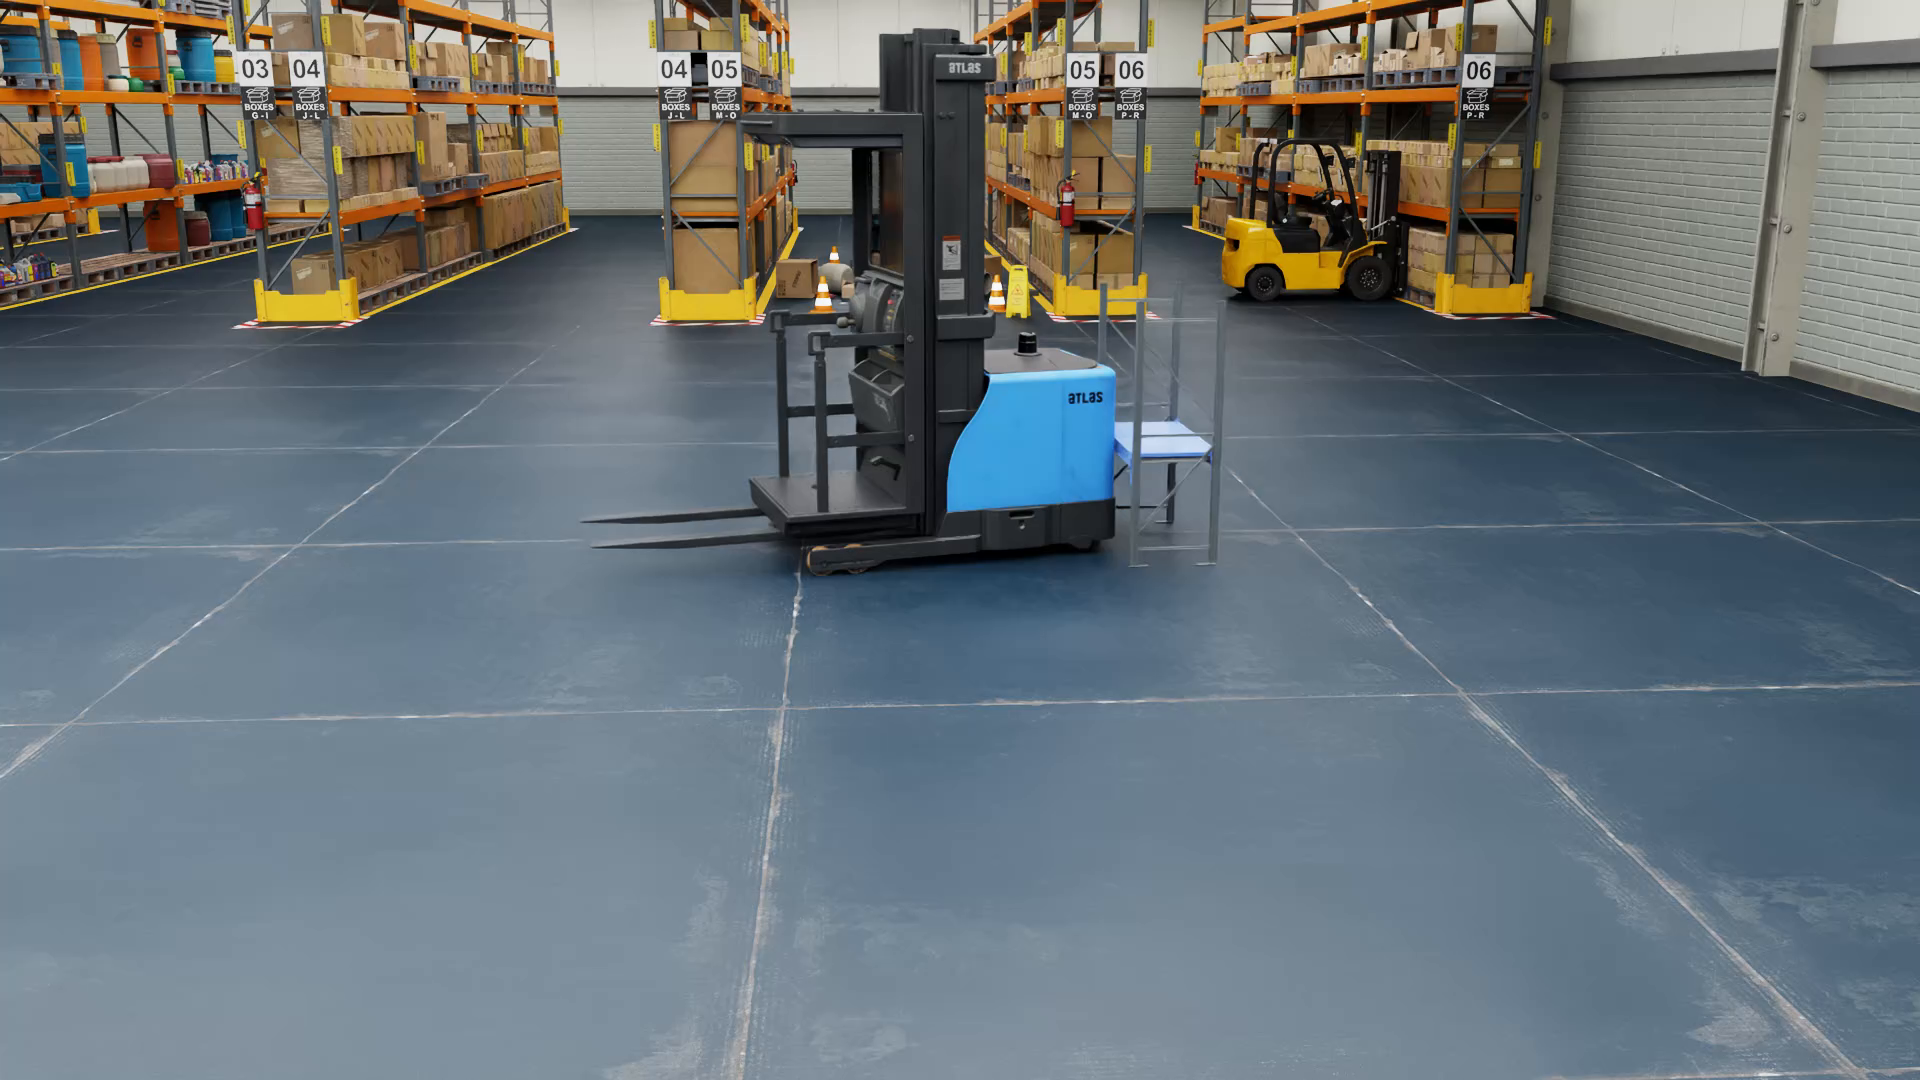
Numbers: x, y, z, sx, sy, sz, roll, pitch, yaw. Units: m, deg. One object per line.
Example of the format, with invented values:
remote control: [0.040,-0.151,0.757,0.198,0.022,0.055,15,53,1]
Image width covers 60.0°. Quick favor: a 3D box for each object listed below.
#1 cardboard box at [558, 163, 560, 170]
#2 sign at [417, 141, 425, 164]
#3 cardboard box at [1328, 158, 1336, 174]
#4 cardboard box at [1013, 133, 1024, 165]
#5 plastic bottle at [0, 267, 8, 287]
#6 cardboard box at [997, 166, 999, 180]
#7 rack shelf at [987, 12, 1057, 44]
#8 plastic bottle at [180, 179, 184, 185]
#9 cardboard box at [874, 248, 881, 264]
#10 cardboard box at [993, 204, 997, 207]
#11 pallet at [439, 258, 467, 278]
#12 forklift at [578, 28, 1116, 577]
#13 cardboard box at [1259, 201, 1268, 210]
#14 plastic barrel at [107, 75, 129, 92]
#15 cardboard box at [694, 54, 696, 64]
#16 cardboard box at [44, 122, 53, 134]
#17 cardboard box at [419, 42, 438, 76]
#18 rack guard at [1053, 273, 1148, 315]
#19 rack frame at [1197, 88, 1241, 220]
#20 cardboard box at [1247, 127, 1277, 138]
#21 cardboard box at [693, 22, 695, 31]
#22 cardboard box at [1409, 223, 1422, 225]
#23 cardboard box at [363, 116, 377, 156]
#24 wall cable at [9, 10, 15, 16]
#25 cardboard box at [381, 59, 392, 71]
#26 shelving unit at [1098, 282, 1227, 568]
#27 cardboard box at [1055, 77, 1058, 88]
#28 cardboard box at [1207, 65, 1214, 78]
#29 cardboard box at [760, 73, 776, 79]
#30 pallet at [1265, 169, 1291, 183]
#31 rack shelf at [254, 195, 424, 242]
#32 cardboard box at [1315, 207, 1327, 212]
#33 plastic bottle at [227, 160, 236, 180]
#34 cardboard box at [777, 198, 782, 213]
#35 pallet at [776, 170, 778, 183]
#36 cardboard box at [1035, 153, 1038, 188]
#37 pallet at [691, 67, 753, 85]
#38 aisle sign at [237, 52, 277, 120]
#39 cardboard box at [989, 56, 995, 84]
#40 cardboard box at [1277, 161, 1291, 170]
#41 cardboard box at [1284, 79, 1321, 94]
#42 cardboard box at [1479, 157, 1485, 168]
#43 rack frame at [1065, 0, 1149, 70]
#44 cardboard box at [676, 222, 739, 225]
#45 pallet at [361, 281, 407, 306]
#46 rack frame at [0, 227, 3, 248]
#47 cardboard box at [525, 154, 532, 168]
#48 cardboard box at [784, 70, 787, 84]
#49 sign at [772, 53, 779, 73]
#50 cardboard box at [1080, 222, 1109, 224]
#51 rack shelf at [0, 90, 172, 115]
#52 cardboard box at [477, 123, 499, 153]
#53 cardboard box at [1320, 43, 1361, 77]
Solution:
cardboard box: [-8.738,-7.954,35.426,0.380,0.149,0.250,-1,14,-2]
sign: [-7.804,-5.605,24.052,0.100,0.325,0.005,-1,14,-3]
cardboard box: [6.149,-5.948,26.423,0.500,0.250,0.500,-1,14,-2]
cardboard box: [1.134,-6.474,27.527,0.500,0.500,0.500,0,14,-1]
plastic bottle: [-12.863,-3.537,22.344,0.097,0.271,0.097,0,14,0]
cardboard box: [0.945,-6.624,30.054,0.500,0.250,0.500,-1,14,-4]
rack shelf: [1.174,-9.184,29.906,1.077,0.370,4.000,-1,14,-3]
plastic bottle: [-13.241,-6.146,28.143,0.152,0.276,0.135,-1,14,-3]
cardboard box: [-0.908,-3.820,23.592,0.797,0.637,0.503,-1,14,-3]
cardboard box: [1.062,-6.661,34.193,0.875,0.438,0.875,-1,14,-5]
pallet: [-8.474,-4.322,26.402,1.003,0.211,1.213,-1,14,-3]
forklift: [-0.661,-1.363,9.443,3.031,2.935,1.130,-5,15,-18]
cardboard box: [5.891,-6.347,31.546,0.380,0.149,0.250,-1,14,-4]
plastic barrel: [-13.225,-7.166,26.118,0.301,0.262,0.301,0,14,0]
cardboard box: [-3.546,-6.081,21.084,0.380,0.149,0.250,-1,14,-3]
cardboard box: [-18.605,-8.179,33.589,0.500,0.500,0.500,0,14,-2]
cardboard box: [-8.335,-7.234,25.052,0.797,0.503,0.637,0,14,-1]
rack guard: [1.789,-3.142,21.233,1.175,0.500,0.348,-1,14,-3]
rack frame: [5.756,-8.390,36.615,1.000,3.000,0.127,-1,14,-3]
cardboard box: [6.177,-8.204,34.093,0.500,0.500,0.500,-1,14,-5]
cardboard box: [-3.548,-6.470,20.992,0.380,0.149,0.250,-1,14,-2]
cardboard box: [6.280,-4.386,23.720,0.500,0.250,0.500,0,14,-2]
cardboard box: [-7.916,-5.247,21.595,0.500,0.500,0.500,-1,14,-3]
wall cable: [-21.214,-13.231,39.489,3.097,2.526,0.112,-1,14,-3]
cardboard box: [-7.967,-6.475,22.652,0.380,0.149,0.250,-1,14,-5]
shelving unit: [1.153,-0.705,9.757,0.538,1.500,1.048,-2,15,-6]
cardboard box: [1.450,-6.002,21.818,0.380,0.149,0.250,-1,14,-4]
cardboard box: [5.546,-9.915,35.224,0.500,0.250,0.500,-1,14,-4]
cardboard box: [-3.406,-7.869,28.368,0.500,0.500,0.500,-1,14,-3]
pallet: [6.140,-6.475,29.558,1.213,0.211,1.003,-1,14,-3]
rack shelf: [-8.221,-4.329,22.277,1.077,0.370,4.000,-1,14,-3]
cardboard box: [6.530,-5.842,29.584,0.380,0.149,0.250,0,14,-1]
plastic bottle: [-13.389,-6.795,30.514,0.144,0.351,0.185,-1,14,-3]
cardboard box: [-3.520,-6.132,30.506,0.500,0.250,0.500,-2,15,-6]
pallet: [-3.787,-6.304,28.893,1.213,0.211,1.003,-1,14,-3]
cardboard box: [1.349,-5.282,23.739,0.500,0.500,0.500,-1,14,-4]
pallet: [-3.276,-6.130,21.990,1.003,0.211,1.213,-1,14,-3]
aisle sign: [-8.393,-5.419,19.852,0.394,0.787,0.004,-1,14,-3]
cardboard box: [0.815,-8.799,31.140,0.500,0.500,0.500,-1,14,-4]
cardboard box: [5.828,-6.640,29.474,0.380,0.149,0.250,-1,14,-2]
cardboard box: [5.978,-7.904,29.009,0.500,0.250,0.500,-1,14,-5]
cardboard box: [6.906,-4.922,21.635,0.380,0.149,0.250,-1,14,-3]
rack frame: [1.793,-7.239,20.101,1.000,3.000,0.127,-1,14,-3]
cardboard box: [-3.305,-3.793,22.168,0.875,0.875,0.875,-1,14,-4]
pallet: [-8.190,-3.354,22.639,1.003,0.211,1.213,-1,14,-3]
rack frame: [-18.728,-7.013,31.262,1.000,3.000,0.127,-1,14,-3]
cardboard box: [-8.609,-7.357,32.304,0.500,0.250,0.500,-1,14,-4]
cardboard box: [-3.718,-9.211,33.084,0.500,0.250,0.500,-1,14,-2]
sign: [-3.082,-7.969,27.764,0.100,0.325,0.005,-1,14,-3]
cardboard box: [1.883,-4.294,23.864,0.500,0.500,0.500,-1,14,-2]
rack shelf: [-13.413,-6.700,25.472,1.077,0.370,4.000,-1,14,-3]
cardboard box: [-8.708,-7.215,29.835,0.797,0.503,0.637,0,14,-2]
cardboard box: [6.116,-7.716,26.733,0.500,0.500,0.500,-1,14,-2]
